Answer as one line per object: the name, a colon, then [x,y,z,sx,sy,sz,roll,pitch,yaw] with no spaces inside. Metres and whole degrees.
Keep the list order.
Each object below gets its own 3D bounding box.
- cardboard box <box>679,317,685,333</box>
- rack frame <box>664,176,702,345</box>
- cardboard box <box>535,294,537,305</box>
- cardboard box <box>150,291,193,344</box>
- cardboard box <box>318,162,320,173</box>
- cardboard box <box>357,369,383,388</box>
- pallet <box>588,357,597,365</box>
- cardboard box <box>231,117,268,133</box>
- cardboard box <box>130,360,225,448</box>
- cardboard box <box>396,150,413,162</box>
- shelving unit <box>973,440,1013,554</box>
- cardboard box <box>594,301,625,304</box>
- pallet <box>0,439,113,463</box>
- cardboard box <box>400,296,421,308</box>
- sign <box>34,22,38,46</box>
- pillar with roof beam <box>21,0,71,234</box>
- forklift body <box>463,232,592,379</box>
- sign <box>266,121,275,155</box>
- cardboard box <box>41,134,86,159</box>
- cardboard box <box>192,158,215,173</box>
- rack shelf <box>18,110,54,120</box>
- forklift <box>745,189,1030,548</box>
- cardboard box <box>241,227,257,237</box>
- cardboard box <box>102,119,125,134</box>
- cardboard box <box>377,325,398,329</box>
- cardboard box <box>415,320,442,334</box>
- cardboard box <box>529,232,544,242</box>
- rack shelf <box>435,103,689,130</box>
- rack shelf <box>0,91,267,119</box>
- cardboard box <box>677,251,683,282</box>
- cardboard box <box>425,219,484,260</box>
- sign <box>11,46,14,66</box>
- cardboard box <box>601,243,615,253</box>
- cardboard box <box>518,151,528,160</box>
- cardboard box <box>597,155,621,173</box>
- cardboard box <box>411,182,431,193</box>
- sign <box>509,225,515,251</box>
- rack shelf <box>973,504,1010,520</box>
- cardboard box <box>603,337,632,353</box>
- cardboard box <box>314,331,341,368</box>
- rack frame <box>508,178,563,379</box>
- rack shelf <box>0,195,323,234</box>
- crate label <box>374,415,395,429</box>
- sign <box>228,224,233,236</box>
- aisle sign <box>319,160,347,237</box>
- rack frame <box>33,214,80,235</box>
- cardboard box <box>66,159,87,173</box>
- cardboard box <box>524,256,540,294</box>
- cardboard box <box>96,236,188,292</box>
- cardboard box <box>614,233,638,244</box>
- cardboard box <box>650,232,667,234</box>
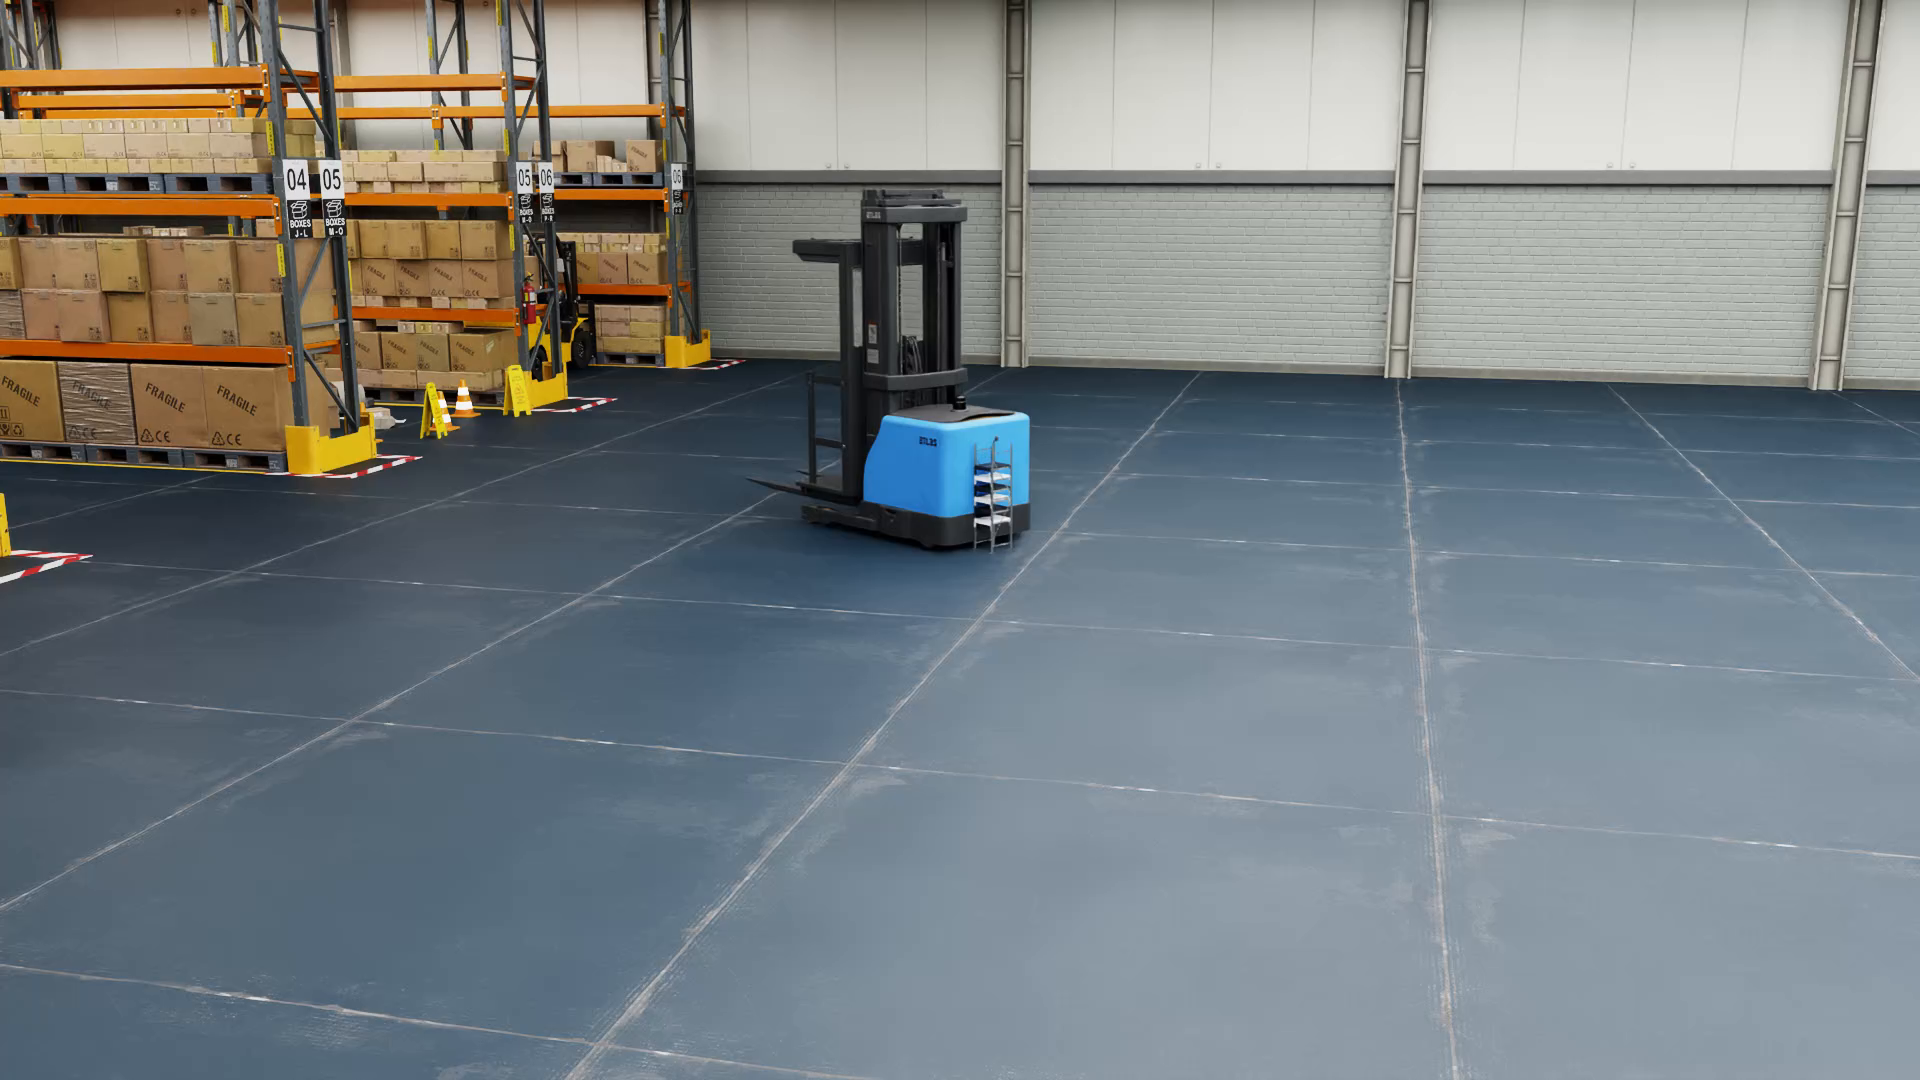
cardboard box: [-4.886,-3.539,27.483,0.500,0.250,0.500,3,13,15]
rack frame: [-4.479,-4.364,26.978,0.127,3.000,1.000,3,13,14]
cardboard box: [-5.945,-3.258,22.575,0.250,0.149,0.380,3,13,14]
cardboard box: [-8.177,-2.436,17.943,0.550,0.550,0.875,3,13,14]
cardboard box: [-8.684,-4.959,22.393,0.500,0.250,0.500,3,13,13]
cardboard box: [-8.004,-2.251,22.831,0.500,0.250,0.500,3,13,13]
pallet: [-6.413,-3.097,27.707,1.213,0.211,1.003,3,13,14]
cardboard box: [-7.161,-4.205,16.874,0.250,0.149,0.380,3,13,14]
cardboard box: [-8.282,-1.508,18.042,0.875,0.875,0.875,3,13,13]
cardboard box: [-7.275,-5.095,22.085,0.250,0.149,0.380,3,13,12]
shelving unit: [0.273,-0.355,13.757,0.258,0.900,0.210,-12,17,-42]
cardboard box: [-5.869,-3.833,27.654,0.500,0.250,0.500,3,13,13]
pallet: [-9.917,-1.064,18.543,1.213,0.211,1.003,3,13,14]
cardboard box: [-7.338,-3.223,22.417,0.250,0.149,0.380,3,13,13]
sign: [-13.311,-7.273,23.901,0.005,0.325,0.100,3,13,14]
pillar with roof beam: [-17.621,-7.236,26.072,0.548,9.000,9.100,3,13,14]
forklift body: [-6.757,-3.664,25.784,1.214,2.155,2.313,3,13,14]
sign: [-6.896,-4.018,16.634,0.005,0.325,0.100,3,13,14]
cardboard box: [-9.248,-4.135,17.482,0.500,0.250,0.500,3,13,13]
cardboard box: [-7.651,-3.842,17.079,0.250,0.149,0.380,3,13,14]
rack shelf: [-18.071,-7.666,29.681,4.000,0.370,1.077,3,13,14]
forklift: [-0.771,-1.617,14.757,1.130,2.935,3.031,-12,17,-42]
cardboard box: [-9.920,-4.342,23.495,0.250,0.149,0.380,3,13,13]
cardboard box: [-8.642,-4.284,17.231,0.250,0.149,0.380,3,13,14]
cardboard box: [-7.920,-2.730,23.260,0.500,0.500,0.500,4,13,17]
cardboard box: [-7.121,-2.871,22.398,0.250,0.149,0.380,3,13,14]
cardboard box: [-6.855,-4.953,27.218,0.250,0.149,0.380,3,13,13]
rack shelf: [-6.421,-6.850,26.917,4.000,0.370,1.077,3,13,14]
rack shelf: [-11.490,-6.014,23.147,4.000,0.370,1.077,3,13,14]
cardboard box: [-4.894,-4.497,27.346,0.500,0.500,0.500,3,13,15]
cardboard box: [-6.703,-4.011,22.159,0.500,0.500,0.700,3,13,14]
sign: [-16.278,-8.297,28.515,0.005,0.325,0.100,3,13,14]
cardboard box: [-5.613,-4.737,26.932,0.250,0.149,0.380,3,13,13]
cardboard box: [-5.961,-5.112,22.165,0.250,0.149,0.380,3,13,13]
cardboard box: [-5.603,-6.009,26.577,0.258,0.266,0.396,3,13,14]
cardboard box: [-7.061,-4.679,22.050,0.250,0.149,0.380,3,13,13]
sign: [-5.817,-3.924,21.591,0.005,0.325,0.100,3,13,14]
rack shelf: [0.273,-0.235,13.784,0.258,0.077,0.200,-12,17,-42]
cardboard box: [-5.492,-3.212,27.166,0.500,0.250,0.500,3,13,14]
cardboard box: [-8.518,-2.644,22.871,0.500,0.500,0.500,4,13,16]
rack frame: [-5.665,-3.320,22.272,0.127,3.000,1.000,3,13,14]
rack shelf: [-8.694,-3.491,17.778,4.000,0.370,1.077,3,13,14]
crate label: [-7.105,-1.450,20.454,0.298,0.136,0.250,-4,13,-16]
sign: [-12.367,-5.191,28.216,0.005,0.325,0.100,3,13,14]
aisle sign: [-6.612,-3.602,17.543,0.004,0.787,0.394,3,13,14]
rack frame: [-16.130,-4.987,29.785,0.127,3.000,1.000,3,13,14]
cardboard box: [-9.127,-3.921,17.435,0.250,0.149,0.380,3,13,14]
cardboard box: [-6.058,-3.597,22.603,0.500,0.500,0.500,3,13,13]
cardboard box: [-8.717,-2.969,17.849,0.500,0.550,0.875,3,13,14]
cardboard box: [-5.385,-4.863,26.813,0.250,0.149,0.380,3,13,15]
cardboard box: [-4.997,-4.964,27.267,0.250,0.149,0.380,4,13,15]
